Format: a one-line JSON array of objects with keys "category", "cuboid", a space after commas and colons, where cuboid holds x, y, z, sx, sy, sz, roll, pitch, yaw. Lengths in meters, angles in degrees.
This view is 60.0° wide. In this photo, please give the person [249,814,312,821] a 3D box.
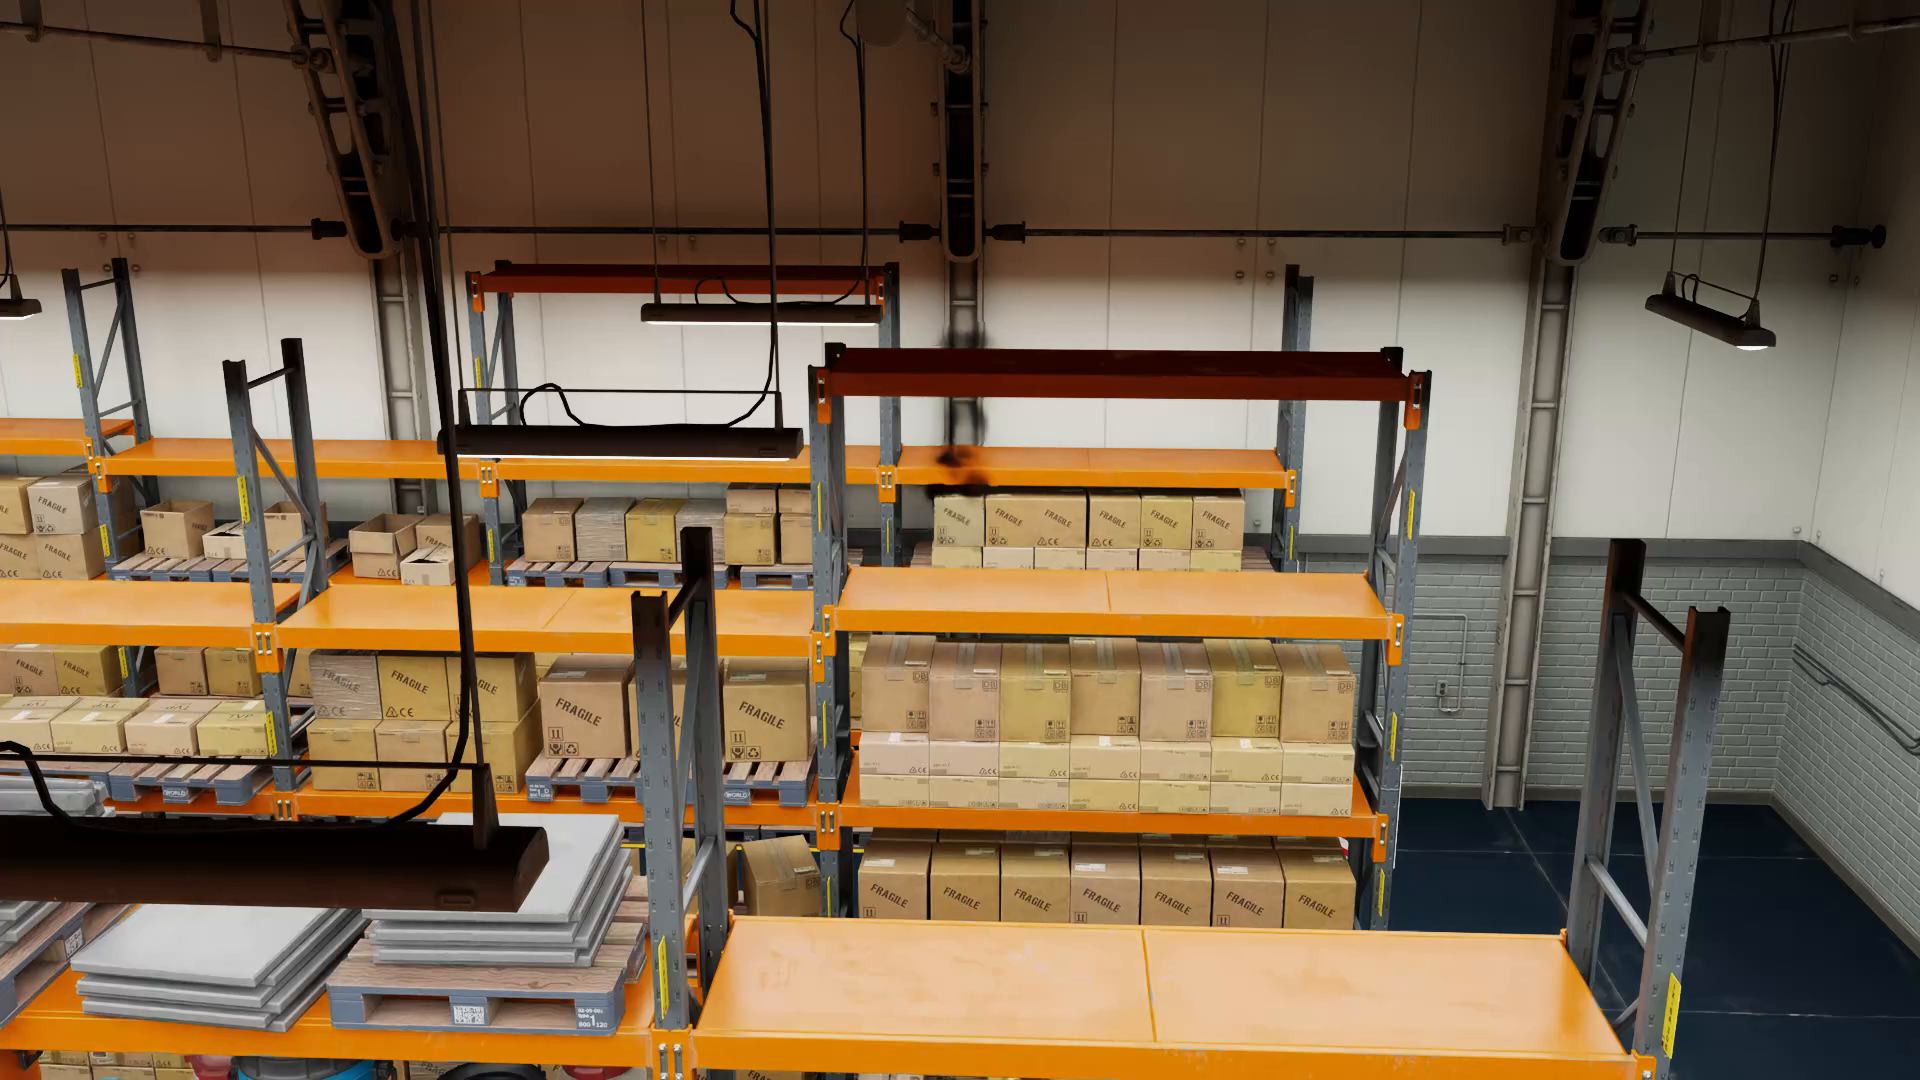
[{"category": "person", "cuboid": [-6.336, 2.926, 15.647, 0.743, 1.656, 0.650, -1, 16, -4]}]
